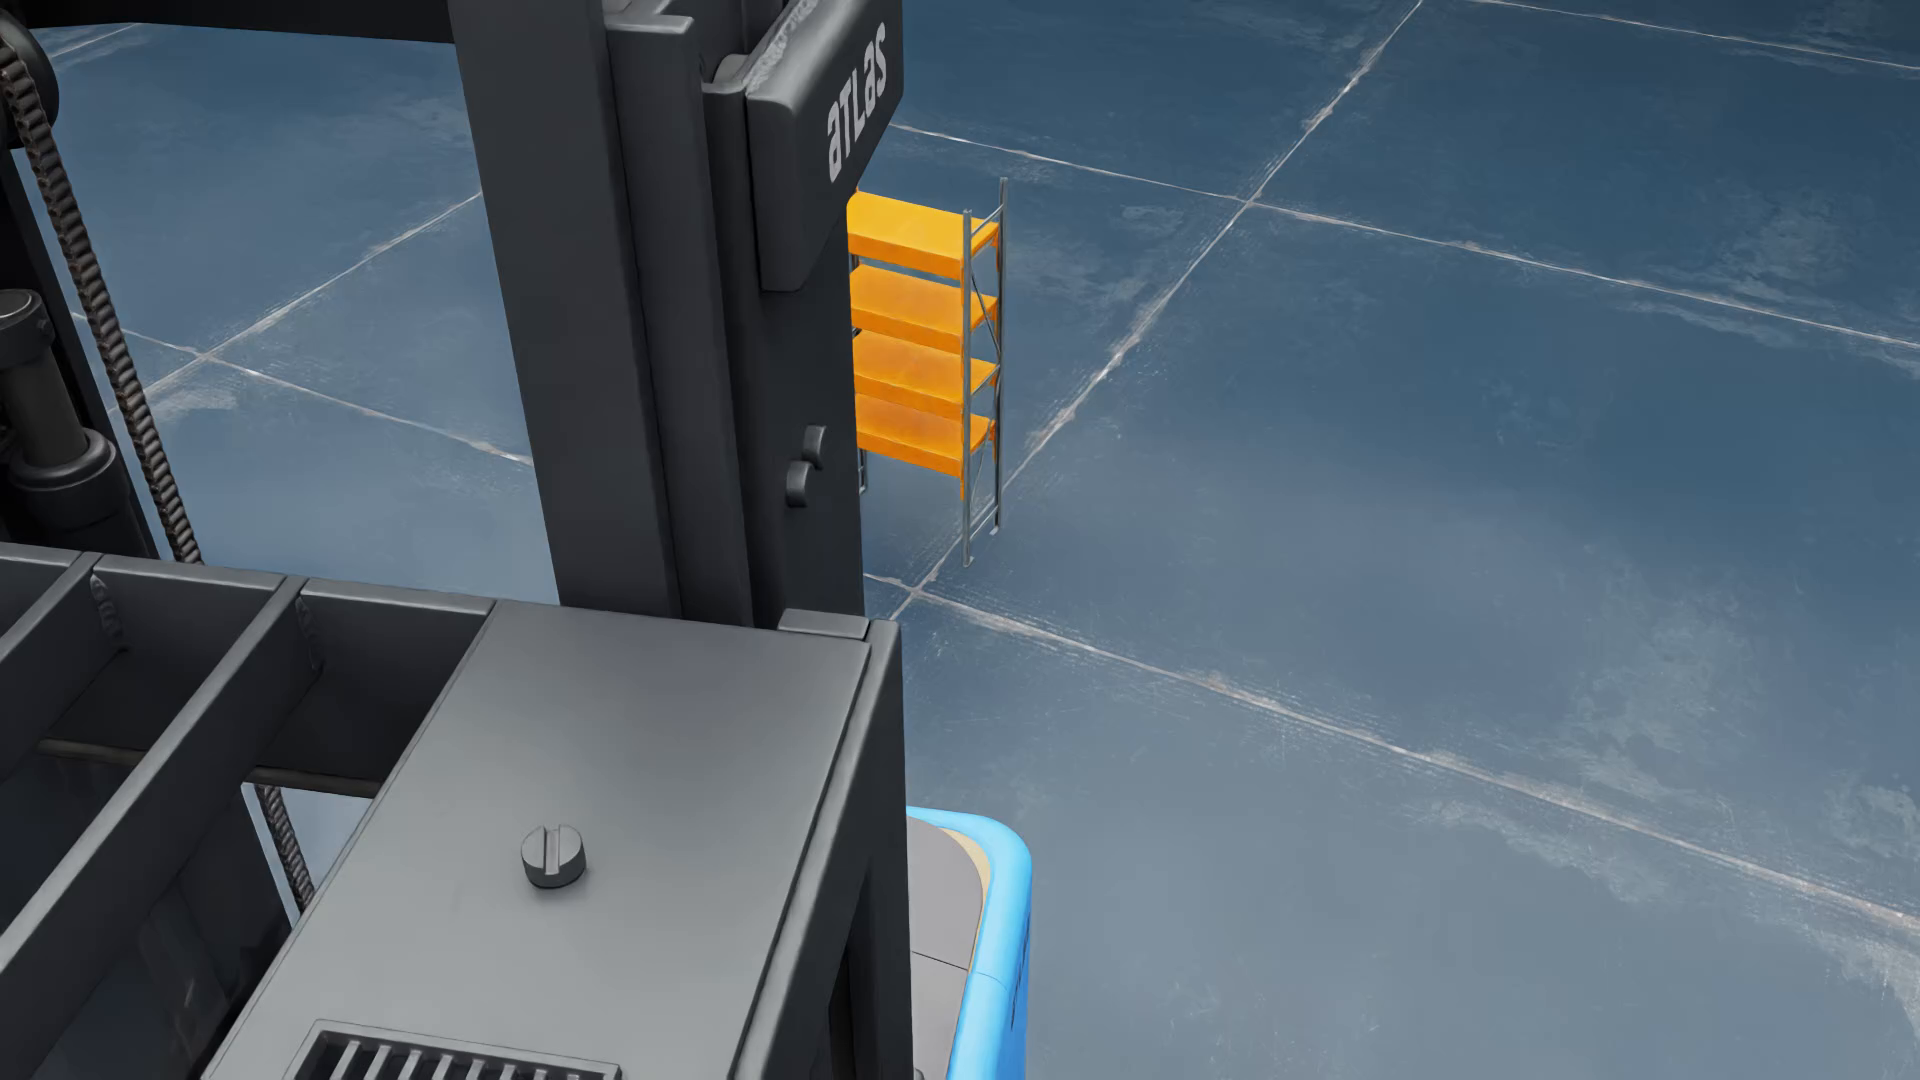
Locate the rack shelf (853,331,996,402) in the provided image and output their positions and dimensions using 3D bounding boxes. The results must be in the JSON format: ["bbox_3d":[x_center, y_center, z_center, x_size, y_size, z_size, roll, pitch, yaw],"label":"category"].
[{"bbox_3d":[-0.147,-0.502,4.965,0.457,0.050,0.221,17,41,21],"label":"rack shelf"}]

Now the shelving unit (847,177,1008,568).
[{"bbox_3d":[-0.147,-0.524,4.948,0.503,1.200,0.258,17,41,21],"label":"shelving unit"}]

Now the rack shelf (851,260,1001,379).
[{"bbox_3d":[-0.147,-0.649,4.853,0.480,0.148,0.258,17,41,21],"label":"rack shelf"}]

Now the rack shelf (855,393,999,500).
[{"bbox_3d":[-0.147,-0.312,5.109,0.480,0.148,0.258,17,41,21],"label":"rack shelf"}]

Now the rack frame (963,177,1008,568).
[{"bbox_3d":[0.070,-0.456,4.858,0.015,1.200,0.240,17,41,21],"label":"rack frame"}]

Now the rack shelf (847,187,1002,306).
[{"bbox_3d":[-0.147,-0.837,4.710,0.480,0.148,0.258,17,41,21],"label":"rack shelf"}]

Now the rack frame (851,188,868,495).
[{"bbox_3d":[-0.364,-0.592,5.037,0.015,1.200,0.240,17,41,21],"label":"rack frame"}]
